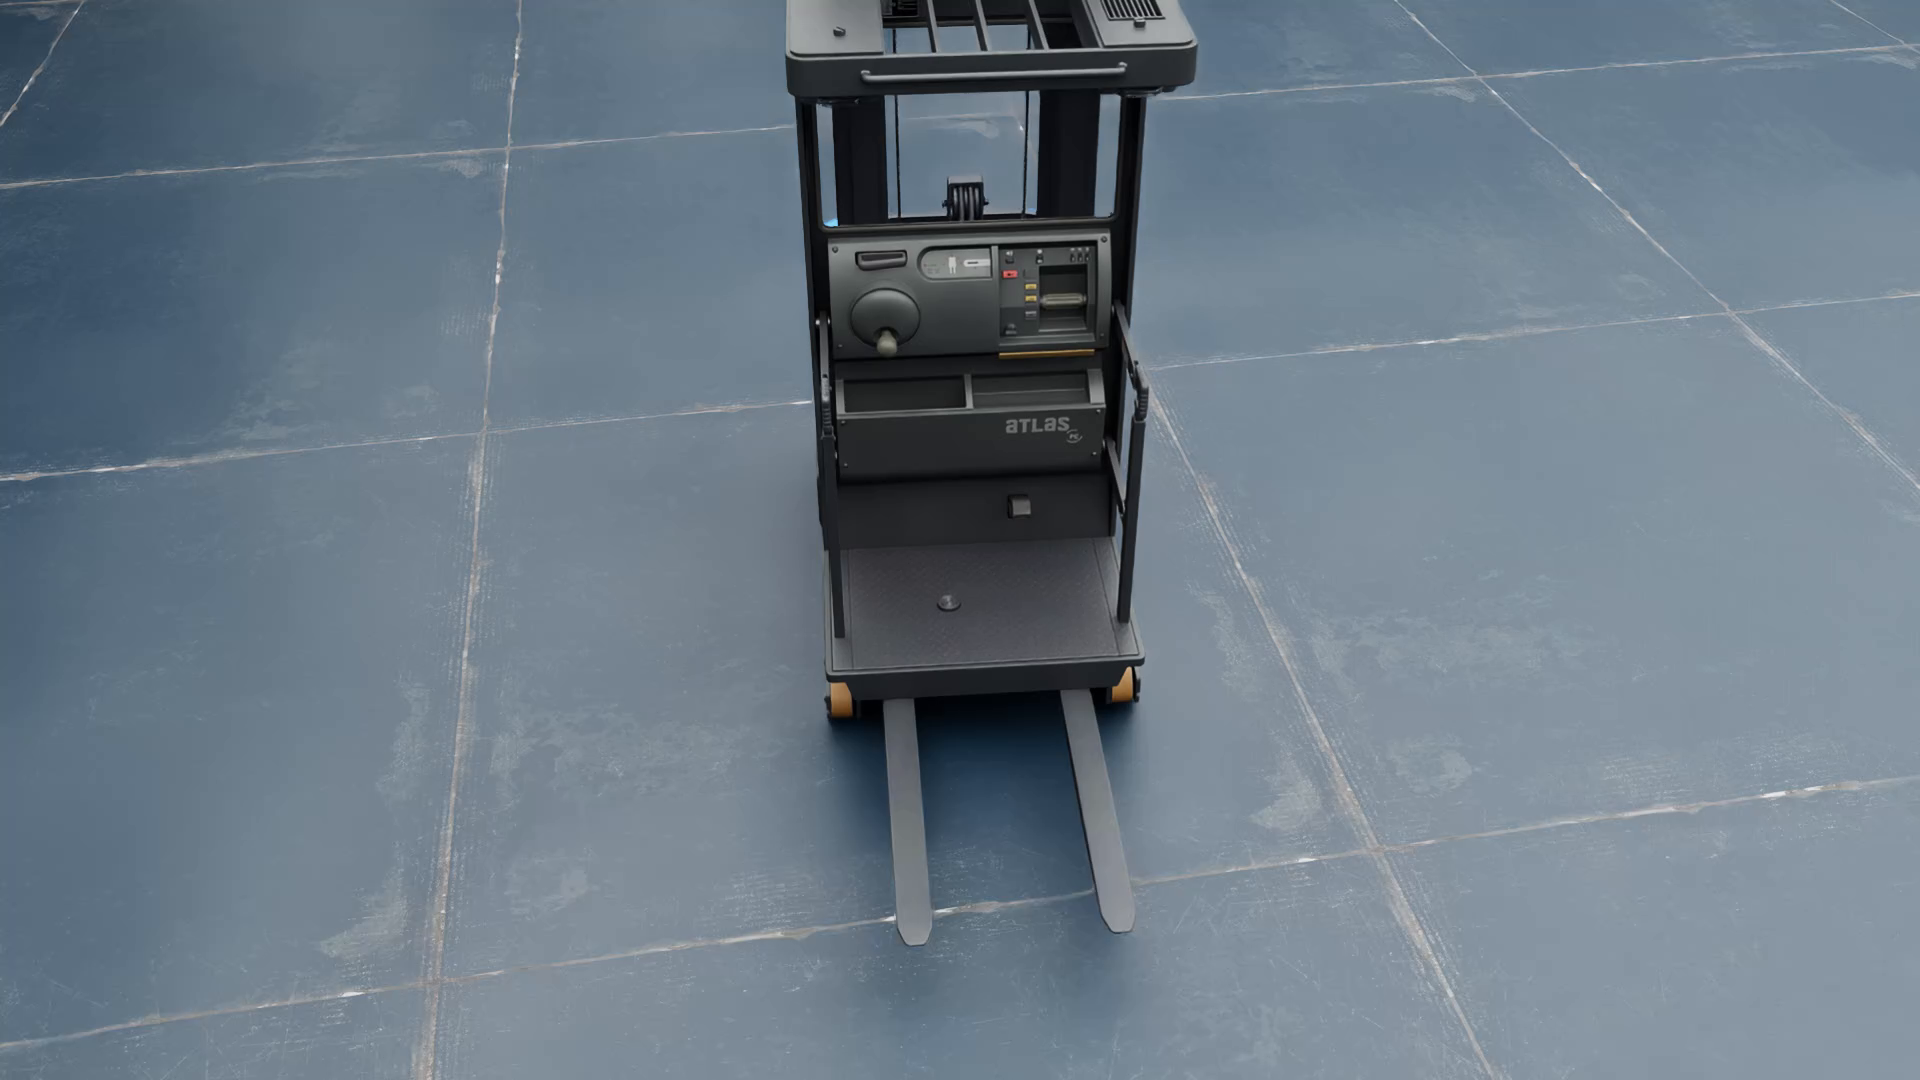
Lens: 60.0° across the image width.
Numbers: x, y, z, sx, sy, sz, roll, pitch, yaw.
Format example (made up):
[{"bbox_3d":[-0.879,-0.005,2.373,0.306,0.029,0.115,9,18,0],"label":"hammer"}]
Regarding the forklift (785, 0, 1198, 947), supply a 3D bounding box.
[{"bbox_3d":[0.054,-0.738,5.311,1.130,2.935,3.031,-3,38,-4],"label":"forklift"}]
